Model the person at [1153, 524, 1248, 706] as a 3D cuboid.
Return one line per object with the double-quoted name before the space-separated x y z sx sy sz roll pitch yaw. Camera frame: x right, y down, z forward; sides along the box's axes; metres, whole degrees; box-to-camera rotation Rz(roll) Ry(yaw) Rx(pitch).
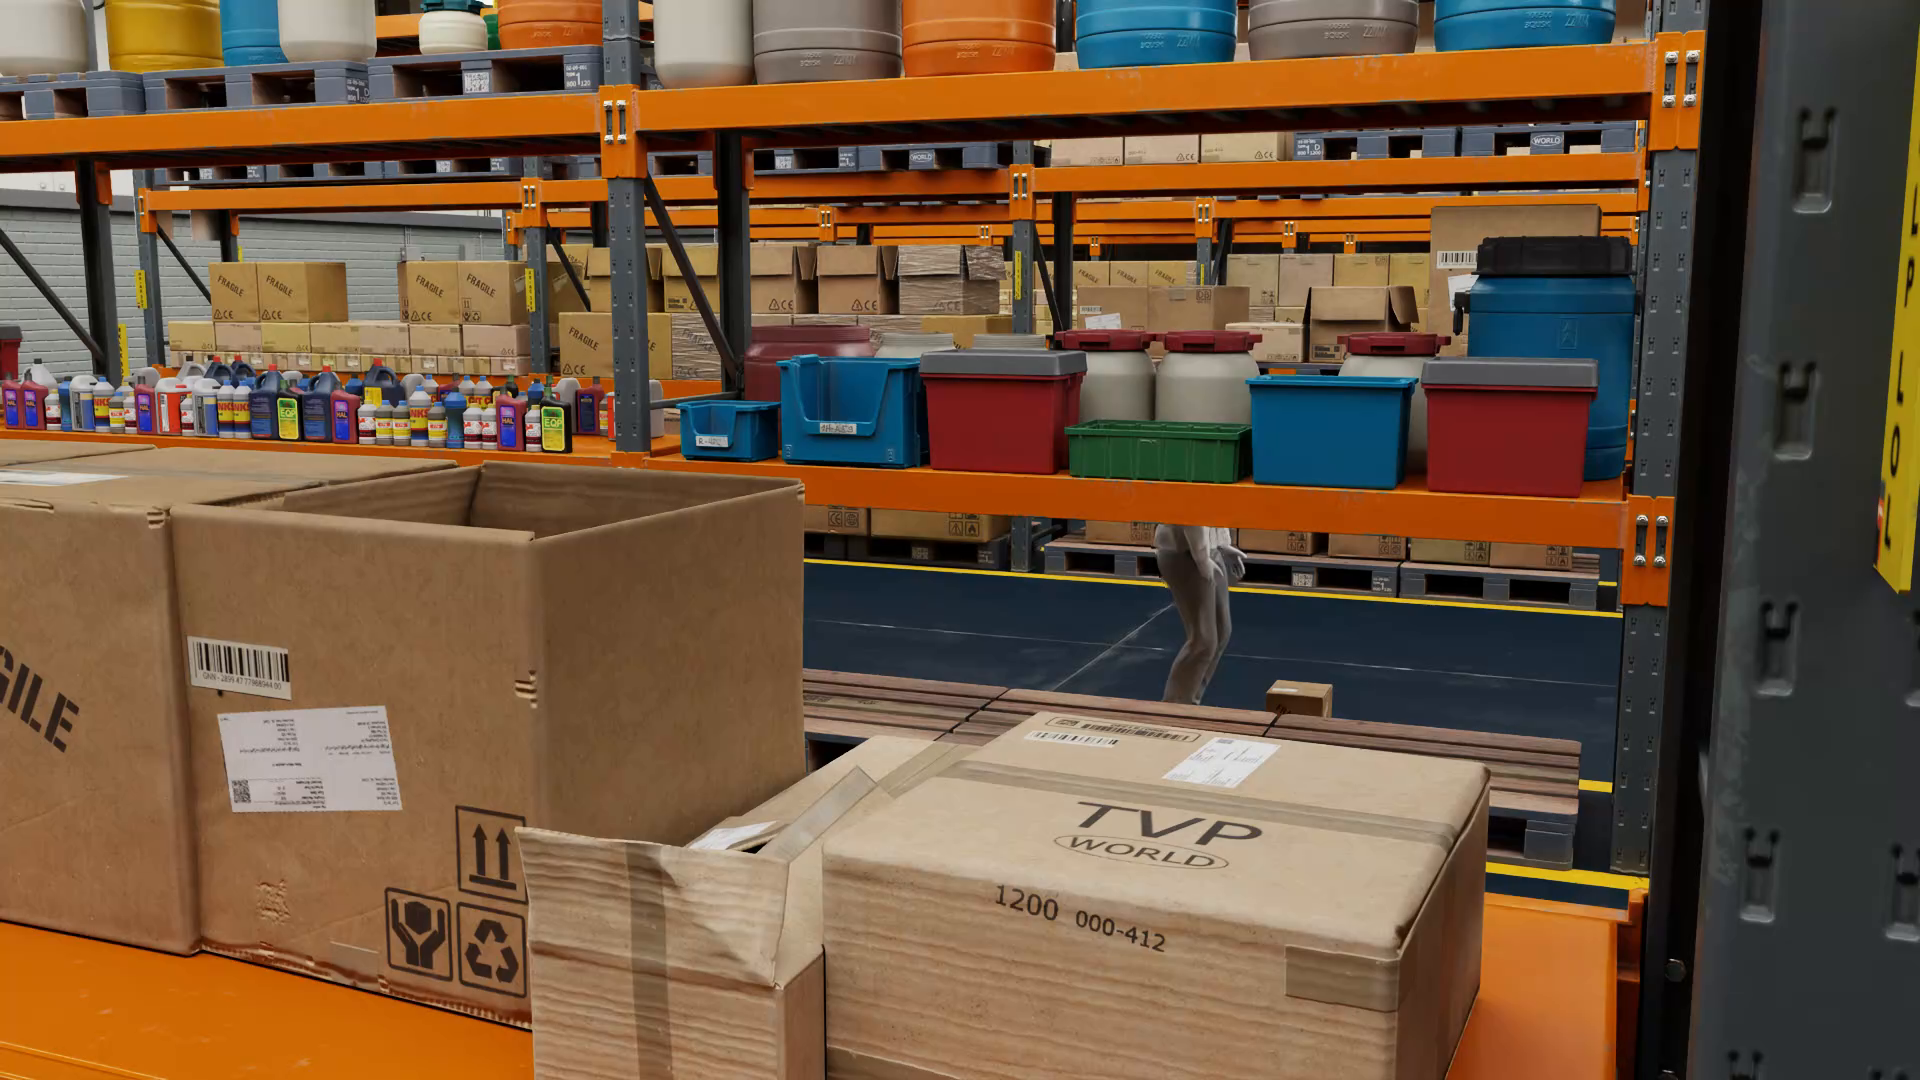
"person" 1.089 0.075 7.483 0.412 1.642 0.492 4 10 22
